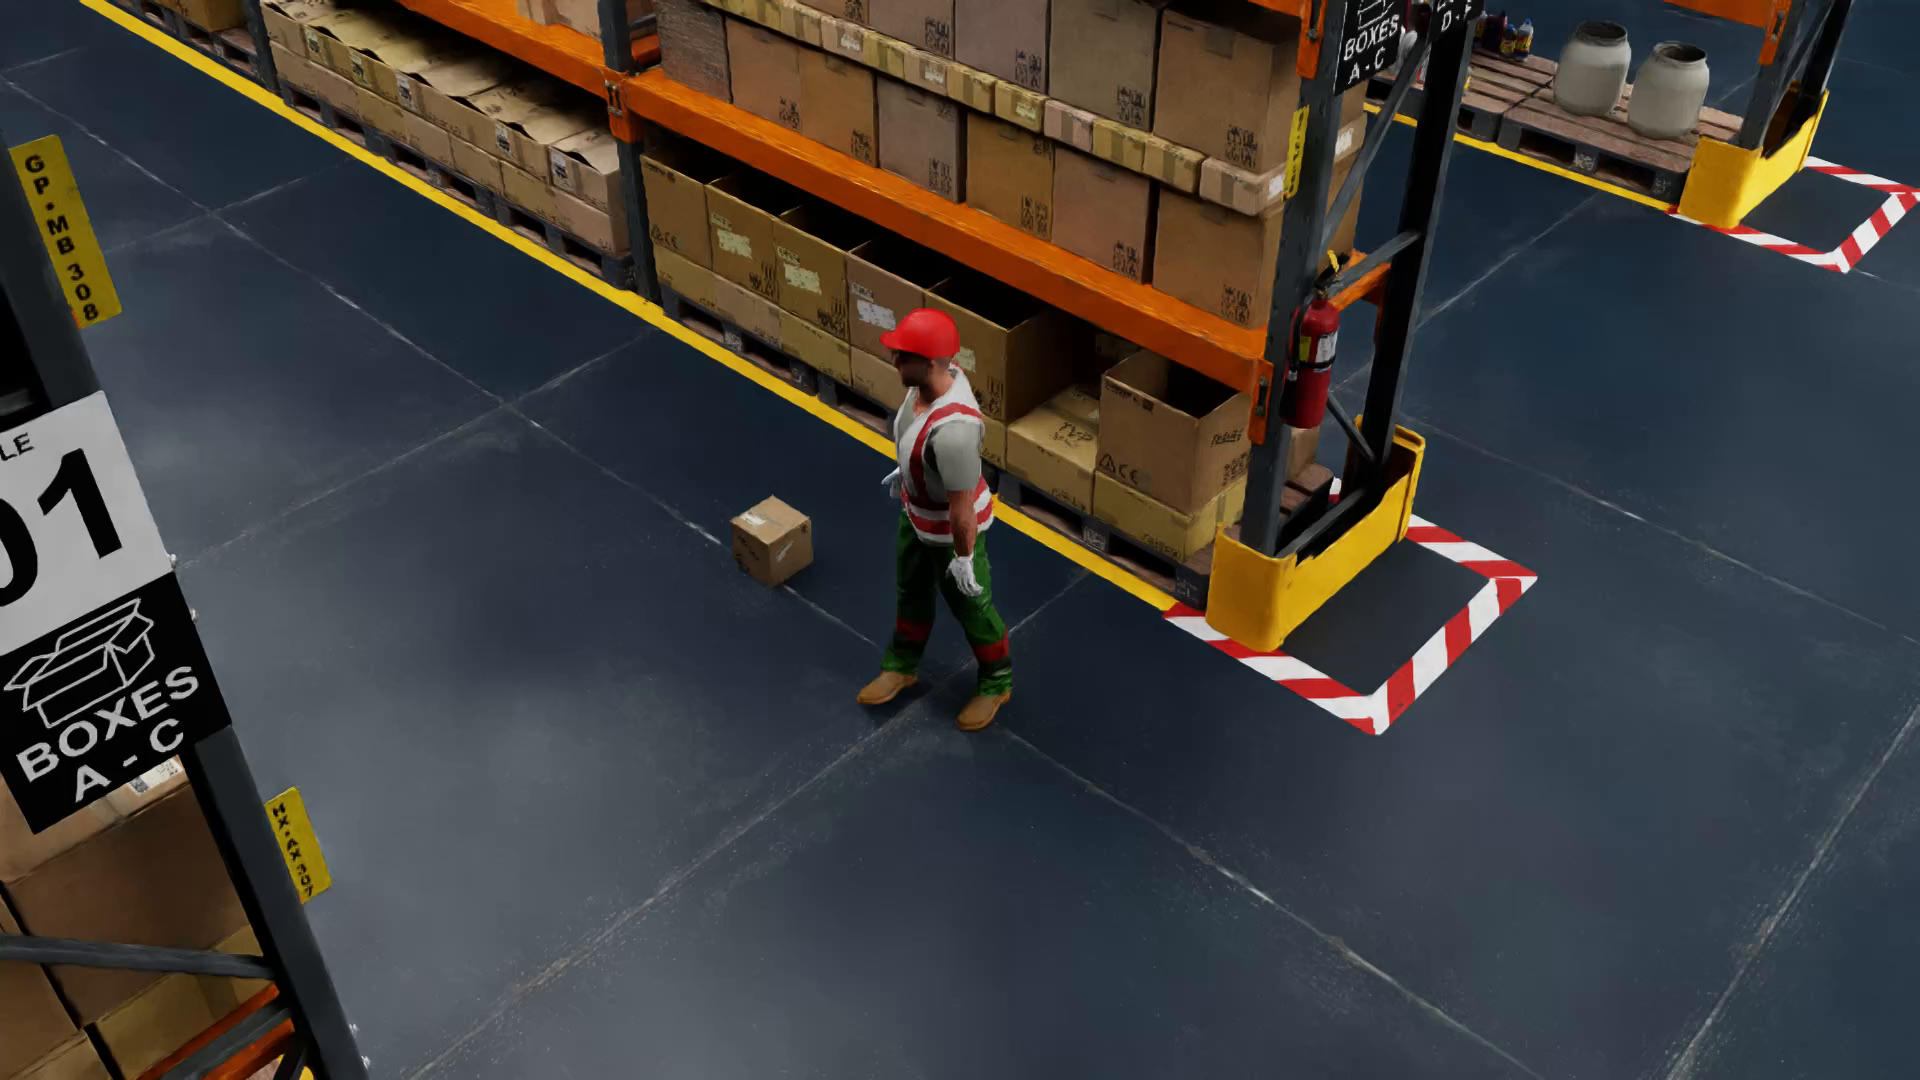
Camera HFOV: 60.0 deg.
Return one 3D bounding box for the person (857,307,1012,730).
[{"bbox_3d":[-0.127,-0.078,6.221,0.615,1.785,0.687,-12,41,-15],"label":"person"}]
